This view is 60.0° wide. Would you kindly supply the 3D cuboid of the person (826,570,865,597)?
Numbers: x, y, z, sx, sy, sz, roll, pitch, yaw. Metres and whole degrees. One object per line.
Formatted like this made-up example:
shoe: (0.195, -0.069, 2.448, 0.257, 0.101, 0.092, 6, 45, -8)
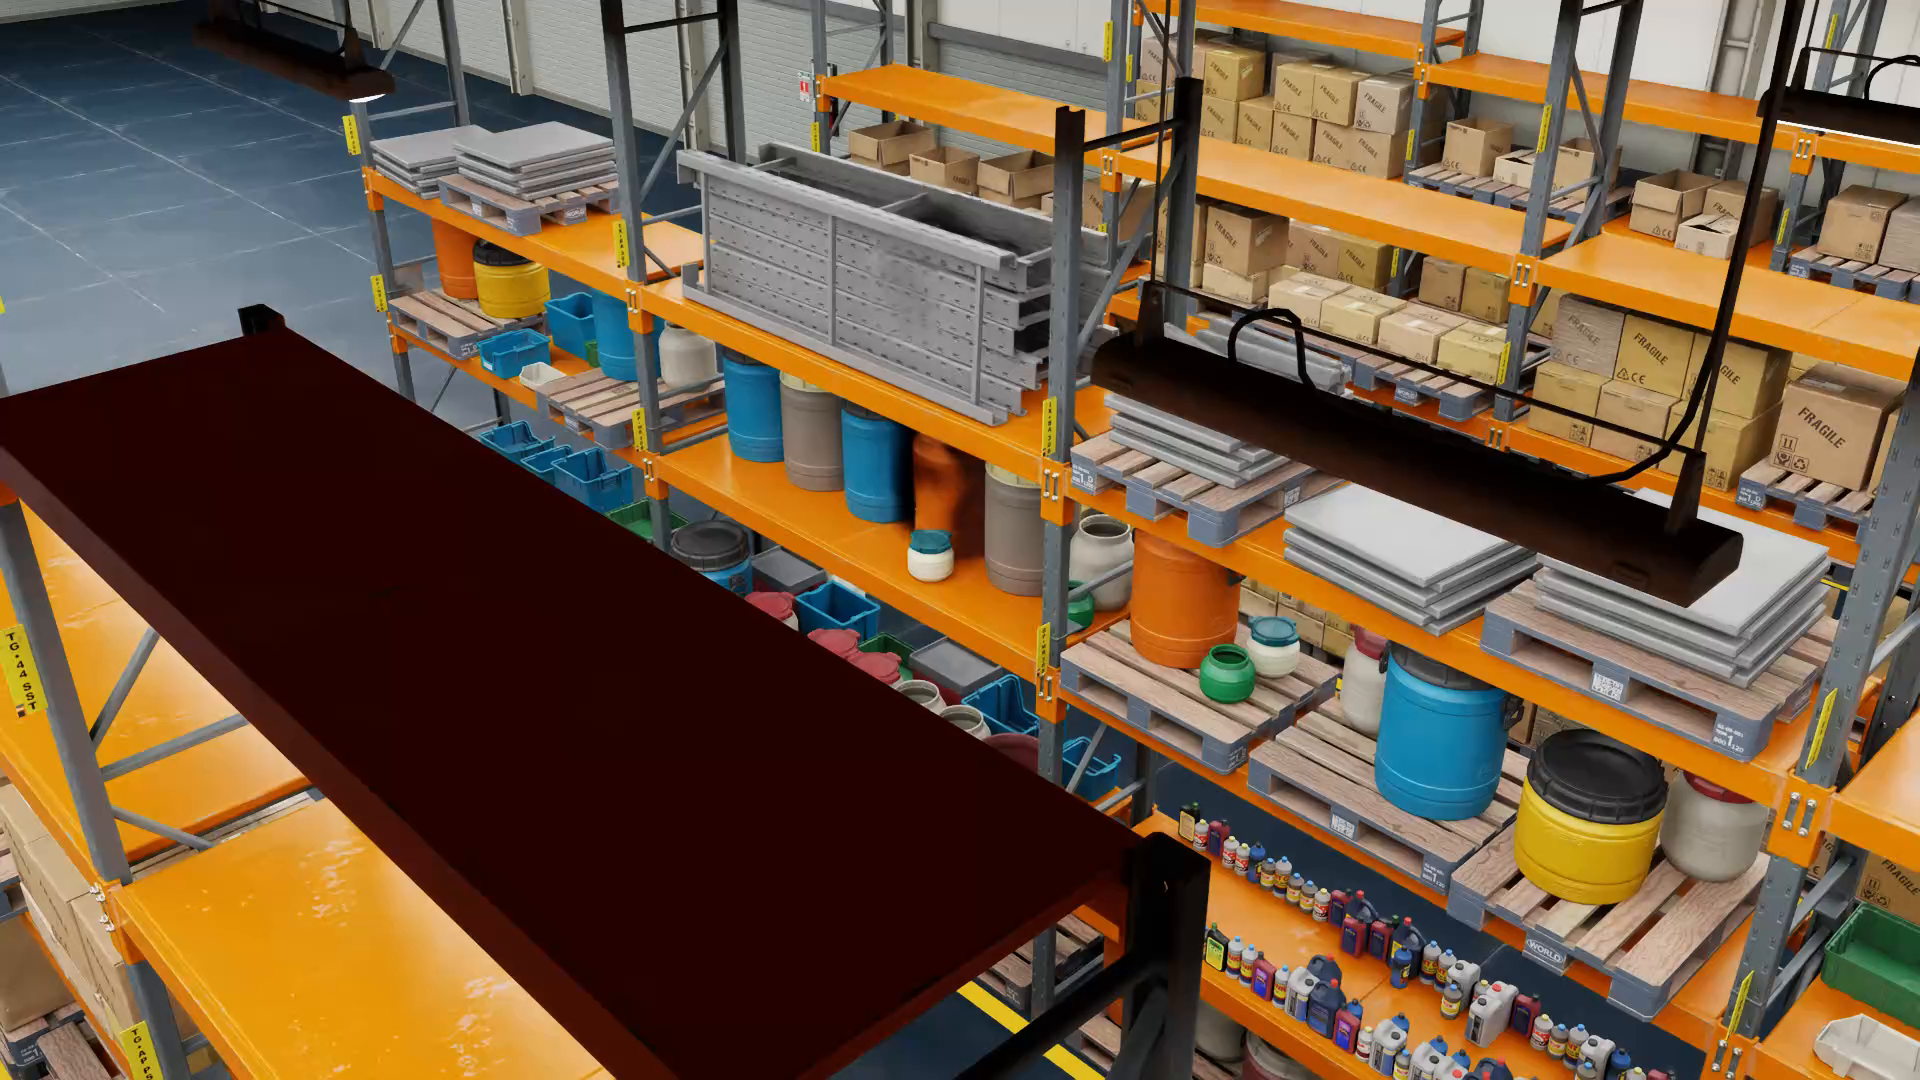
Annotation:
person: (-1.091, 0.411, 14.495, 0.999, 1.474, 0.683, 22, 35, 35)
